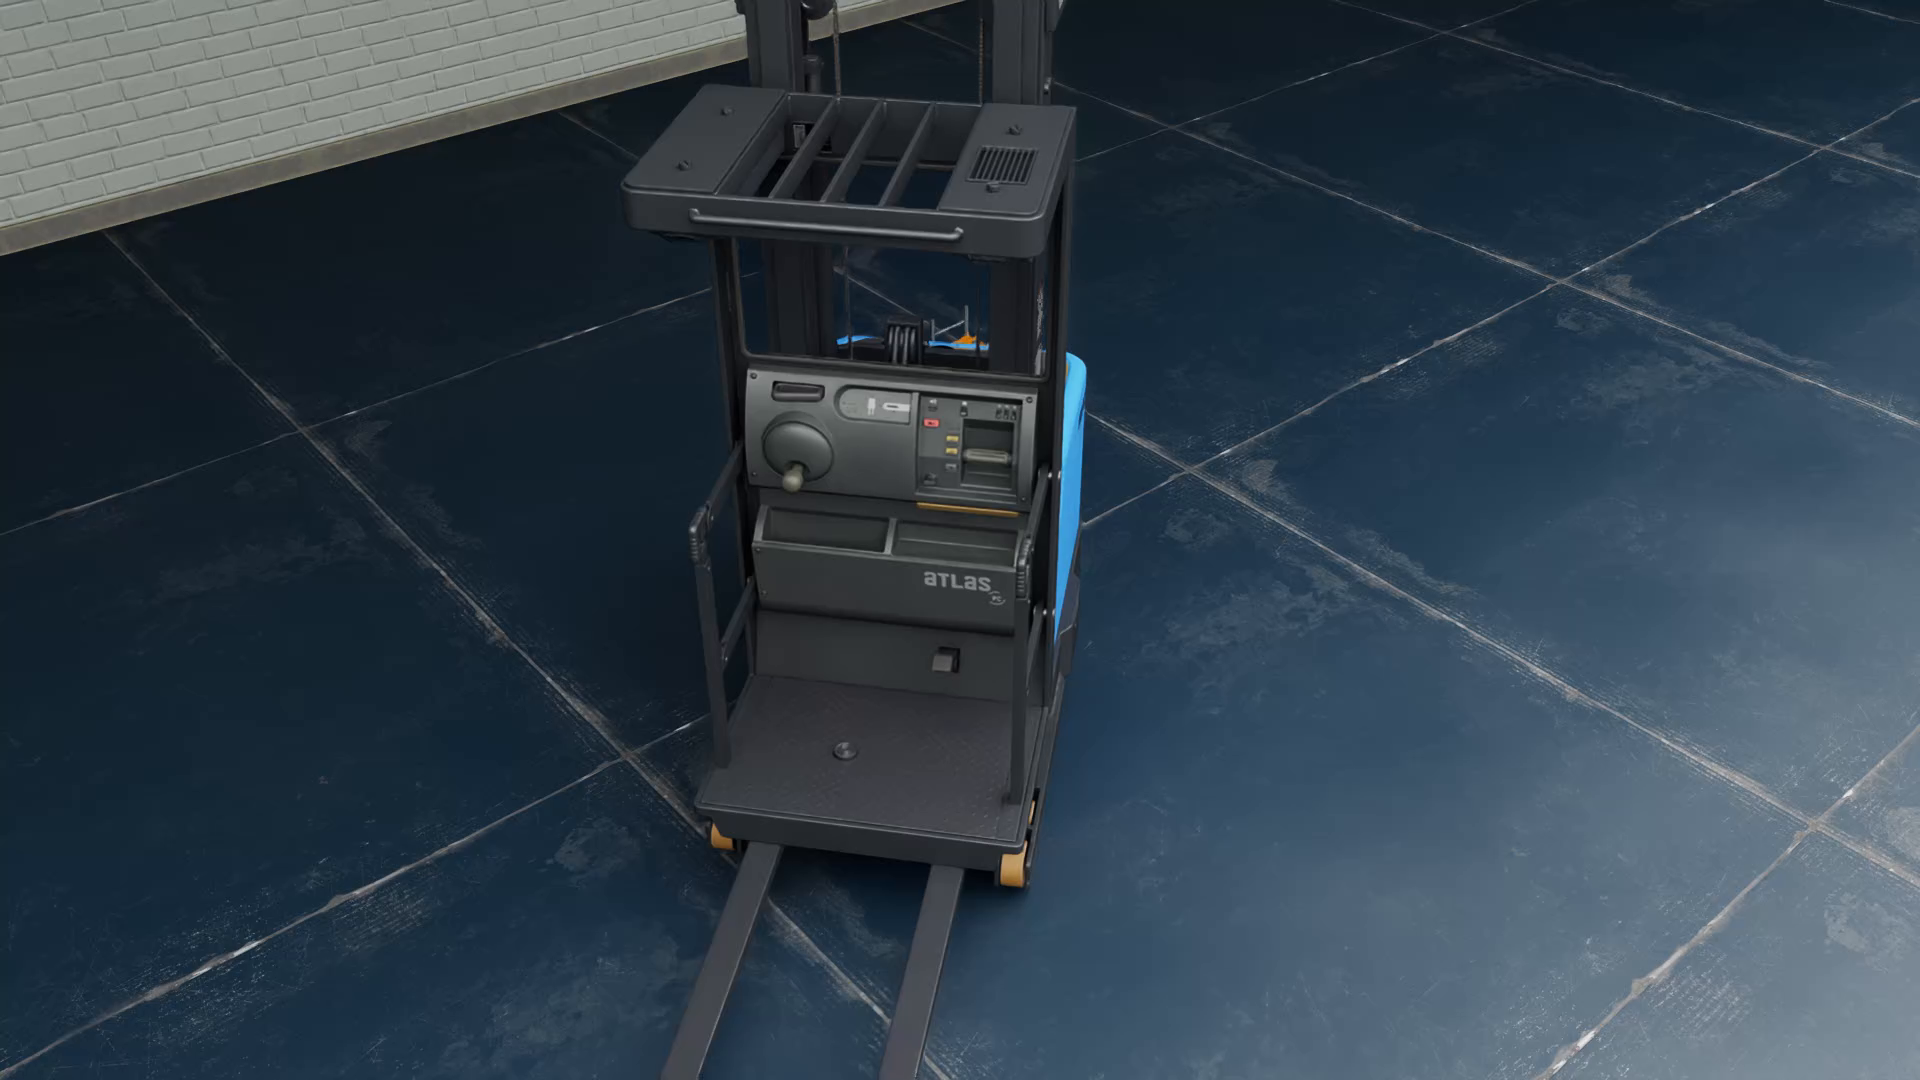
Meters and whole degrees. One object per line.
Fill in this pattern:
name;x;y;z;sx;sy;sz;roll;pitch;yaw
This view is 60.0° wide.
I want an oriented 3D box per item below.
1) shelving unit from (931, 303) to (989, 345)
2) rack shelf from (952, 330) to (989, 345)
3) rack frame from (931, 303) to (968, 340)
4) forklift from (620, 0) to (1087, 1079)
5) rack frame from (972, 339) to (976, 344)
shelving unit;0.040;-0.450;6.977;0.215;1.050;0.252;-28;44;-34
rack shelf;0.040;-0.673;6.819;0.215;0.259;0.240;-28;44;-34
rack frame;-0.043;-0.502;7.050;0.200;1.050;0.008;-28;44;-34
forklift;-0.258;-0.256;5.075;1.130;2.935;3.031;6;36;8
rack frame;0.123;-0.398;6.904;0.200;1.050;0.008;-28;44;-34
